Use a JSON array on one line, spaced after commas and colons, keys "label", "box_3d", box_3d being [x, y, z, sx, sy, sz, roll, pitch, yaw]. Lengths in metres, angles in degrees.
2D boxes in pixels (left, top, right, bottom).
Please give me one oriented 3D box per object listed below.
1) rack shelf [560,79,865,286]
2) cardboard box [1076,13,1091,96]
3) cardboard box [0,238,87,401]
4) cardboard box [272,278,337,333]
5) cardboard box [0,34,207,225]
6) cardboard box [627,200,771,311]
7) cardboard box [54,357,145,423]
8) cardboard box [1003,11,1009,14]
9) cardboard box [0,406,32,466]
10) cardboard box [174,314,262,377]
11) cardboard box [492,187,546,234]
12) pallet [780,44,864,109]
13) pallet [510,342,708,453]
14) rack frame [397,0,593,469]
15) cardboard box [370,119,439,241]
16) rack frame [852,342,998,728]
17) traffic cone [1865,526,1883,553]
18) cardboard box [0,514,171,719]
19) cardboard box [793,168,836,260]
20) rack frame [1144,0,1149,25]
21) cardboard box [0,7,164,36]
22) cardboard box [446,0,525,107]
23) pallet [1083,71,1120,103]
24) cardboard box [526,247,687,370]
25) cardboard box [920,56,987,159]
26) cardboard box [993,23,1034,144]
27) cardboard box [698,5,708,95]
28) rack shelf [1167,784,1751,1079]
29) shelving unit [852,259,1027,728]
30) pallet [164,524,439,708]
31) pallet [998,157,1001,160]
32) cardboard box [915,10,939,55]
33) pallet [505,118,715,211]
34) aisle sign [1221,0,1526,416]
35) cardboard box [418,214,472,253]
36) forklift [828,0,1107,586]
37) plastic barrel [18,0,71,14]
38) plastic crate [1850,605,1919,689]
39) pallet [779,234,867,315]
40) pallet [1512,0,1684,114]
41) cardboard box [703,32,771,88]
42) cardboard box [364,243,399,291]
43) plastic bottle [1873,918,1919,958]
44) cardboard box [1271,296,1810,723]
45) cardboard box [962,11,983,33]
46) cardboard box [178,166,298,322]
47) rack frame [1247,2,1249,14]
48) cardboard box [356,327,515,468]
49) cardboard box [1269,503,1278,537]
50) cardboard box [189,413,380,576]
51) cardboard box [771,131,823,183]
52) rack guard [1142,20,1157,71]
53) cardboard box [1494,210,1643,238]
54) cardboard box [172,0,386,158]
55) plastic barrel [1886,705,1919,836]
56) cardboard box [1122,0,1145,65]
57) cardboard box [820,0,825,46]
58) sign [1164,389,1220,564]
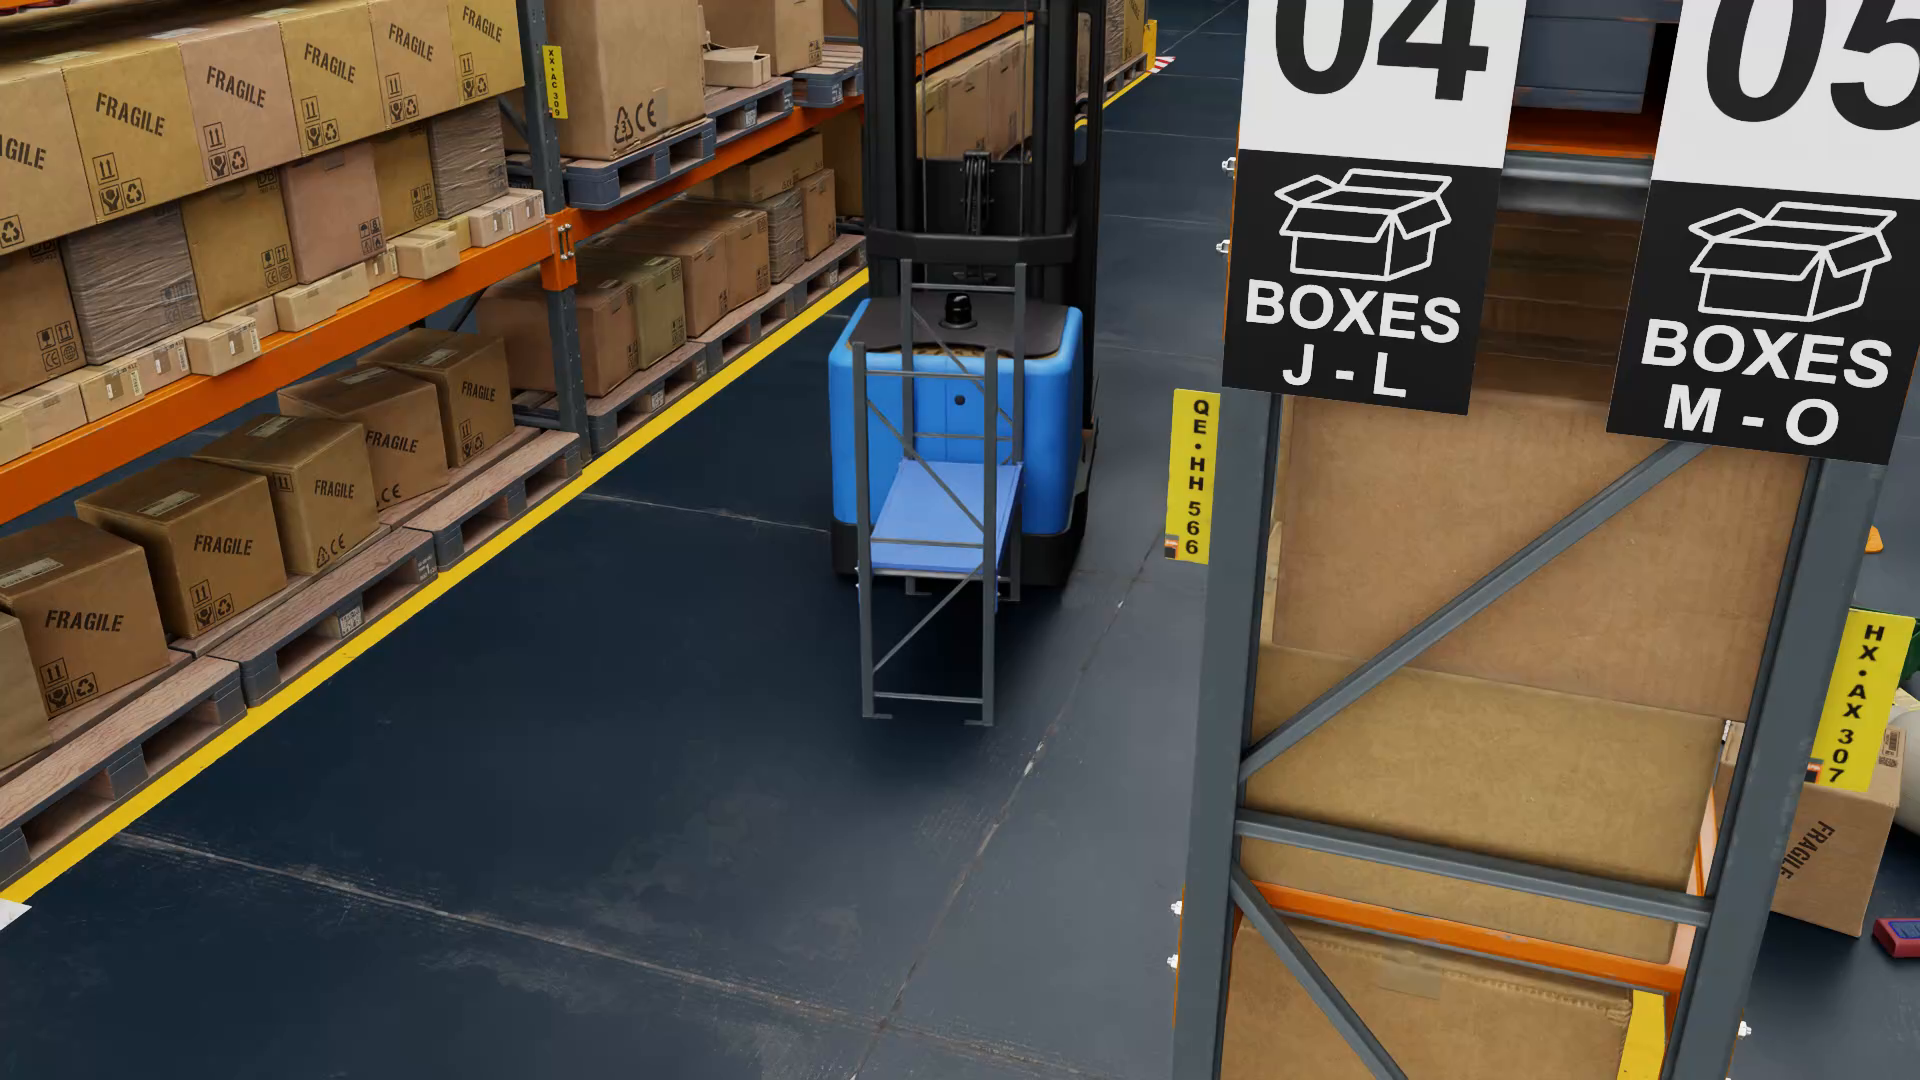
[{"label": "rack shelf", "box_3d": [-1.722, -2.298, 9.880, 1.077, 0.370, 4.000, 9, 27, 17]}, {"label": "cardboard box", "box_3d": [0.869, -4.950, 16.488, 0.875, 0.875, 0.875, 9, 27, 17]}, {"label": "cardboard box", "box_3d": [-3.457, -0.780, 5.463, 0.875, 0.500, 0.500, 9, 27, 17]}, {"label": "cardboard box", "box_3d": [-2.695, -0.942, 6.542, 0.380, 0.149, 0.250, 9, 27, 17]}, {"label": "cardboard box", "box_3d": [-2.941, -1.382, 5.559, 0.500, 0.500, 0.500, 9, 27, 17]}, {"label": "cardboard box", "box_3d": [-1.615, -1.775, 10.338, 0.700, 0.500, 0.500, 11, 28, 22]}, {"label": "cardboard box", "box_3d": [-3.047, -0.534, 5.699, 0.380, 0.149, 0.250, 9, 27, 17]}, {"label": "cardboard box", "box_3d": [0.205, -4.699, 13.898, 0.500, 0.500, 0.500, 10, 27, 19]}, {"label": "cardboard box", "box_3d": [-3.201, -0.327, 5.271, 0.380, 0.149, 0.250, 9, 27, 17]}, {"label": "cardboard box", "box_3d": [-2.809, -0.728, 6.100, 0.380, 0.149, 0.250, 9, 27, 17]}, {"label": "cardboard box", "box_3d": [-2.182, -1.556, 7.810, 0.380, 0.149, 0.250, 9, 27, 17]}, {"label": "pallet", "box_3d": [-1.193, -3.049, 10.826, 1.213, 0.211, 1.003, 9, 27, 17]}, {"label": "pallet", "box_3d": [-2.130, -0.865, 9.295, 1.003, 0.211, 1.213, 9, 27, 17]}, {"label": "rack frame", "box_3d": [-2.388, -1.800, 8.026, 1.000, 3.000, 0.127, 9, 27, 17]}, {"label": "cardboard box", "box_3d": [-2.795, -1.603, 7.162, 0.875, 0.500, 0.500, 9, 27, 17]}, {"label": "rack frame", "box_3d": [-0.120, 0.014, 6.000, 0.500, 1.500, 0.032, 3, 26, 7]}, {"label": "traffic cone", "box_3d": [4.126, -0.230, 7.694, 0.336, 0.463, 0.334, 9, 27, 17]}, {"label": "cardboard box", "box_3d": [-3.329, 0.275, 6.127, 0.500, 0.500, 0.500, 17, 30, 31]}, {"label": "cardboard box", "box_3d": [-1.261, -2.239, 11.295, 0.700, 0.500, 0.500, 7, 27, 15]}, {"label": "rack frame", "box_3d": [1.606, -6.732, 18.211, 1.000, 3.000, 0.127, 9, 27, 17]}, {"label": "cardboard box", "box_3d": [-3.265, -1.663, 6.139, 0.500, 0.500, 0.500, 9, 27, 17]}, {"label": "cardboard box", "box_3d": [-2.278, -2.204, 7.257, 0.500, 0.500, 0.500, 9, 27, 17]}, {"label": "pallet", "box_3d": [1.006, -4.637, 17.085, 1.003, 0.211, 1.213, 9, 27, 17]}, {"label": "cardboard box", "box_3d": [-1.987, -1.316, 9.389, 0.700, 0.500, 0.500, 9, 27, 17]}, {"label": "cardboard box", "box_3d": [-0.504, -3.323, 13.126, 1.225, 0.875, 0.875, 9, 27, 18]}, {"label": "cardboard box", "box_3d": [0.080, -4.055, 14.639, 1.225, 0.875, 0.875, 9, 27, 18]}, {"label": "cardboard box", "box_3d": [-1.898, -2.762, 9.411, 0.797, 0.503, 0.637, 12, 28, 23]}, {"label": "rack shelf", "box_3d": [1.590, 0.106, 4.914, 1.077, 0.370, 4.000, 9, 27, 17]}, {"label": "shelving unit", "box_3d": [-0.054, -0.206, 6.454, 0.538, 1.500, 1.048, 3, 26, 7]}, {"label": "pallet", "box_3d": [-2.982, 0.239, 7.014, 1.003, 0.211, 1.213, 9, 27, 17]}, {"label": "pallet", "box_3d": [-0.316, -3.002, 13.707, 1.003, 0.211, 1.213, 9, 27, 17]}, {"label": "cardboard box", "box_3d": [-0.469, -3.862, 12.169, 0.500, 0.500, 0.500, 8, 27, 16]}, {"label": "pallet", "box_3d": [-1.996, -2.007, 8.673, 1.003, 0.211, 1.213, 9, 27, 17]}, {"label": "aisle sign", "box_3d": [0.618, -0.580, 2.523, 0.394, 0.787, 0.004, 9, 27, 17]}, {"label": "cardboard box", "box_3d": [-2.414, -1.361, 7.407, 0.380, 0.149, 0.250, 9, 27, 17]}, {"label": "forklift", "box_3d": [0.138, -1.735, 7.971, 1.130, 2.935, 3.031, 3, 26, 7]}, {"label": "plastic barrel", "box_3d": [-6.145, -3.420, 11.216, 0.433, 0.535, 0.433, 0, 26, 0]}, {"label": "plastic crate", "box_3d": [3.433, 0.462, 6.515, 0.662, 0.188, 0.450, -20, 23, -36]}, {"label": "pallet", "box_3d": [-1.318, -1.868, 11.366, 1.003, 0.211, 1.213, 9, 27, 17]}, {"label": "pallet", "box_3d": [1.162, -1.012, 3.058, 1.003, 0.211, 1.213, 9, 27, 17]}, {"label": "cardboard box", "box_3d": [-1.357, -2.848, 9.863, 0.396, 0.266, 0.258, 8, 27, 16]}, {"label": "cardboard box", "box_3d": [-2.600, -1.158, 6.989, 0.380, 0.149, 0.250, 9, 27, 17]}, {"label": "plastic bottle", "box_3d": [2.999, 1.229, 5.141, 0.283, 0.061, 0.133, 0, 26, -1]}, {"label": "cardboard box", "box_3d": [1.085, -0.096, 3.095, 0.875, 0.550, 0.550, 9, 27, 17]}, {"label": "cardboard box", "box_3d": [-0.133, -4.278, 13.028, 0.500, 0.500, 0.500, 9, 27, 18]}, {"label": "cardboard box", "box_3d": [-3.072, -1.183, 6.296, 0.875, 0.500, 0.500, 9, 27, 17]}, {"label": "rack frame", "box_3d": [0.925, -2.096, 1.752, 1.000, 3.000, 0.127, 9, 27, 17]}, {"label": "cardboard box", "box_3d": [-2.559, -0.706, 8.152, 0.500, 0.500, 0.500, 8, 27, 16]}, {"label": "cardboard box", "box_3d": [1.168, 0.149, 3.829, 0.875, 0.550, 0.550, 9, 27, 17]}, {"label": "cardboard box", "box_3d": [-2.875, -0.203, 7.113, 0.500, 0.500, 0.500, 6, 27, 13]}, {"label": "cardboard box", "box_3d": [-1.251, -2.575, 11.129, 0.500, 0.250, 0.500, 10, 28, 20]}, {"label": "rack guard", "box_3d": [1.614, -5.616, 18.776, 1.175, 0.500, 0.348, 9, 27, 17]}, {"label": "cardboard box", "box_3d": [1.495, -0.546, 4.024, 0.875, 0.550, 0.550, 9, 27, 17]}, {"label": "cardboard box", "box_3d": [-2.610, -1.793, 6.408, 0.500, 0.500, 0.500, 9, 27, 17]}, {"label": "plastic barrel", "box_3d": [3.325, 0.809, 5.594, 0.421, 0.421, 0.512, -14, 29, -27]}, {"label": "cardboard box", "box_3d": [1.468, -5.690, 18.016, 0.875, 0.875, 0.875, 9, 27, 17]}, {"label": "cardboard box", "box_3d": [-1.199, -3.450, 10.838, 0.500, 0.500, 0.500, 5, 26, 11]}, {"label": "sign", "box_3d": [0.418, -0.108, 2.930, 0.100, 0.325, 0.005, 9, 27, 17]}]
